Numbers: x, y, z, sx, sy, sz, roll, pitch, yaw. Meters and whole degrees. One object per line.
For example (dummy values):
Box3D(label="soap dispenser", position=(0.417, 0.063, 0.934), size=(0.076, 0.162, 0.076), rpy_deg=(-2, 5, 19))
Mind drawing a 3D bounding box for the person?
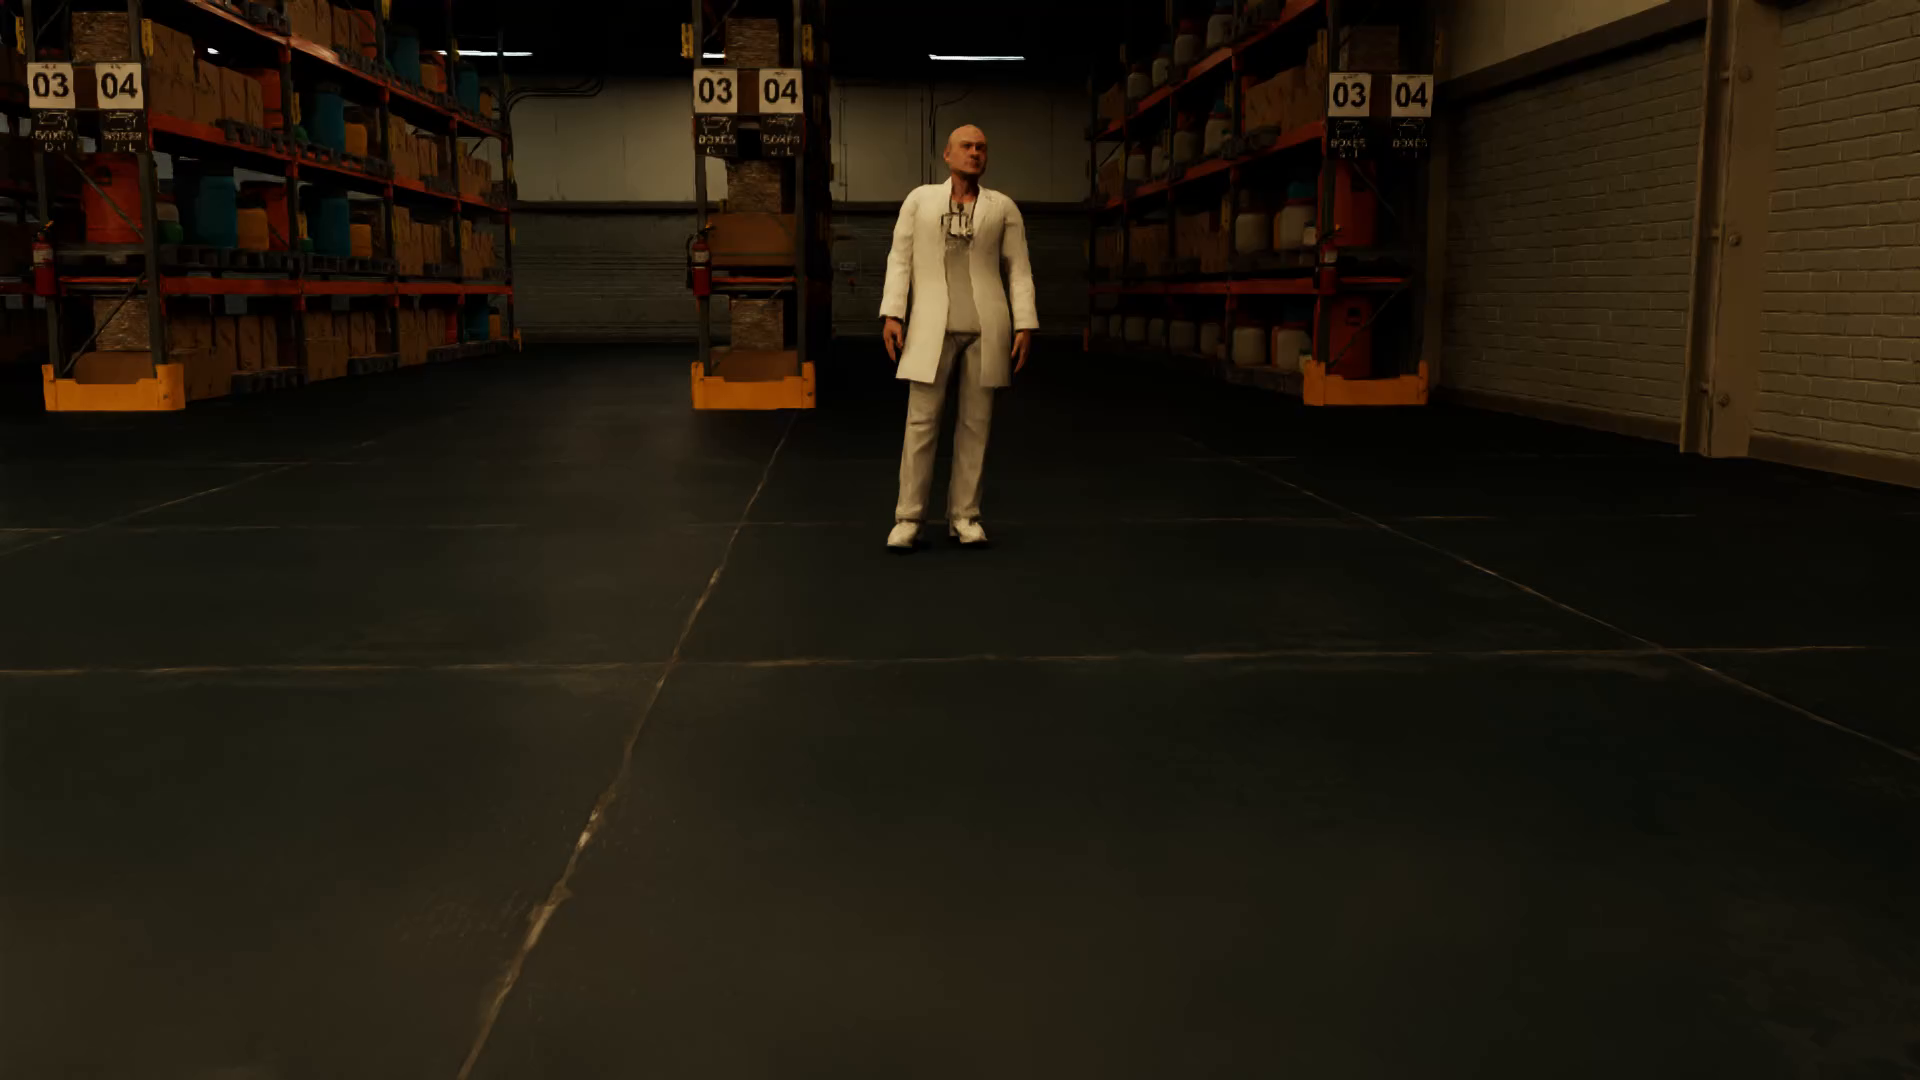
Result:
Box3D(label="person", position=(0.001, -0.873, 7.088), size=(0.694, 1.776, 0.579), rpy_deg=(-1, 8, -4))
